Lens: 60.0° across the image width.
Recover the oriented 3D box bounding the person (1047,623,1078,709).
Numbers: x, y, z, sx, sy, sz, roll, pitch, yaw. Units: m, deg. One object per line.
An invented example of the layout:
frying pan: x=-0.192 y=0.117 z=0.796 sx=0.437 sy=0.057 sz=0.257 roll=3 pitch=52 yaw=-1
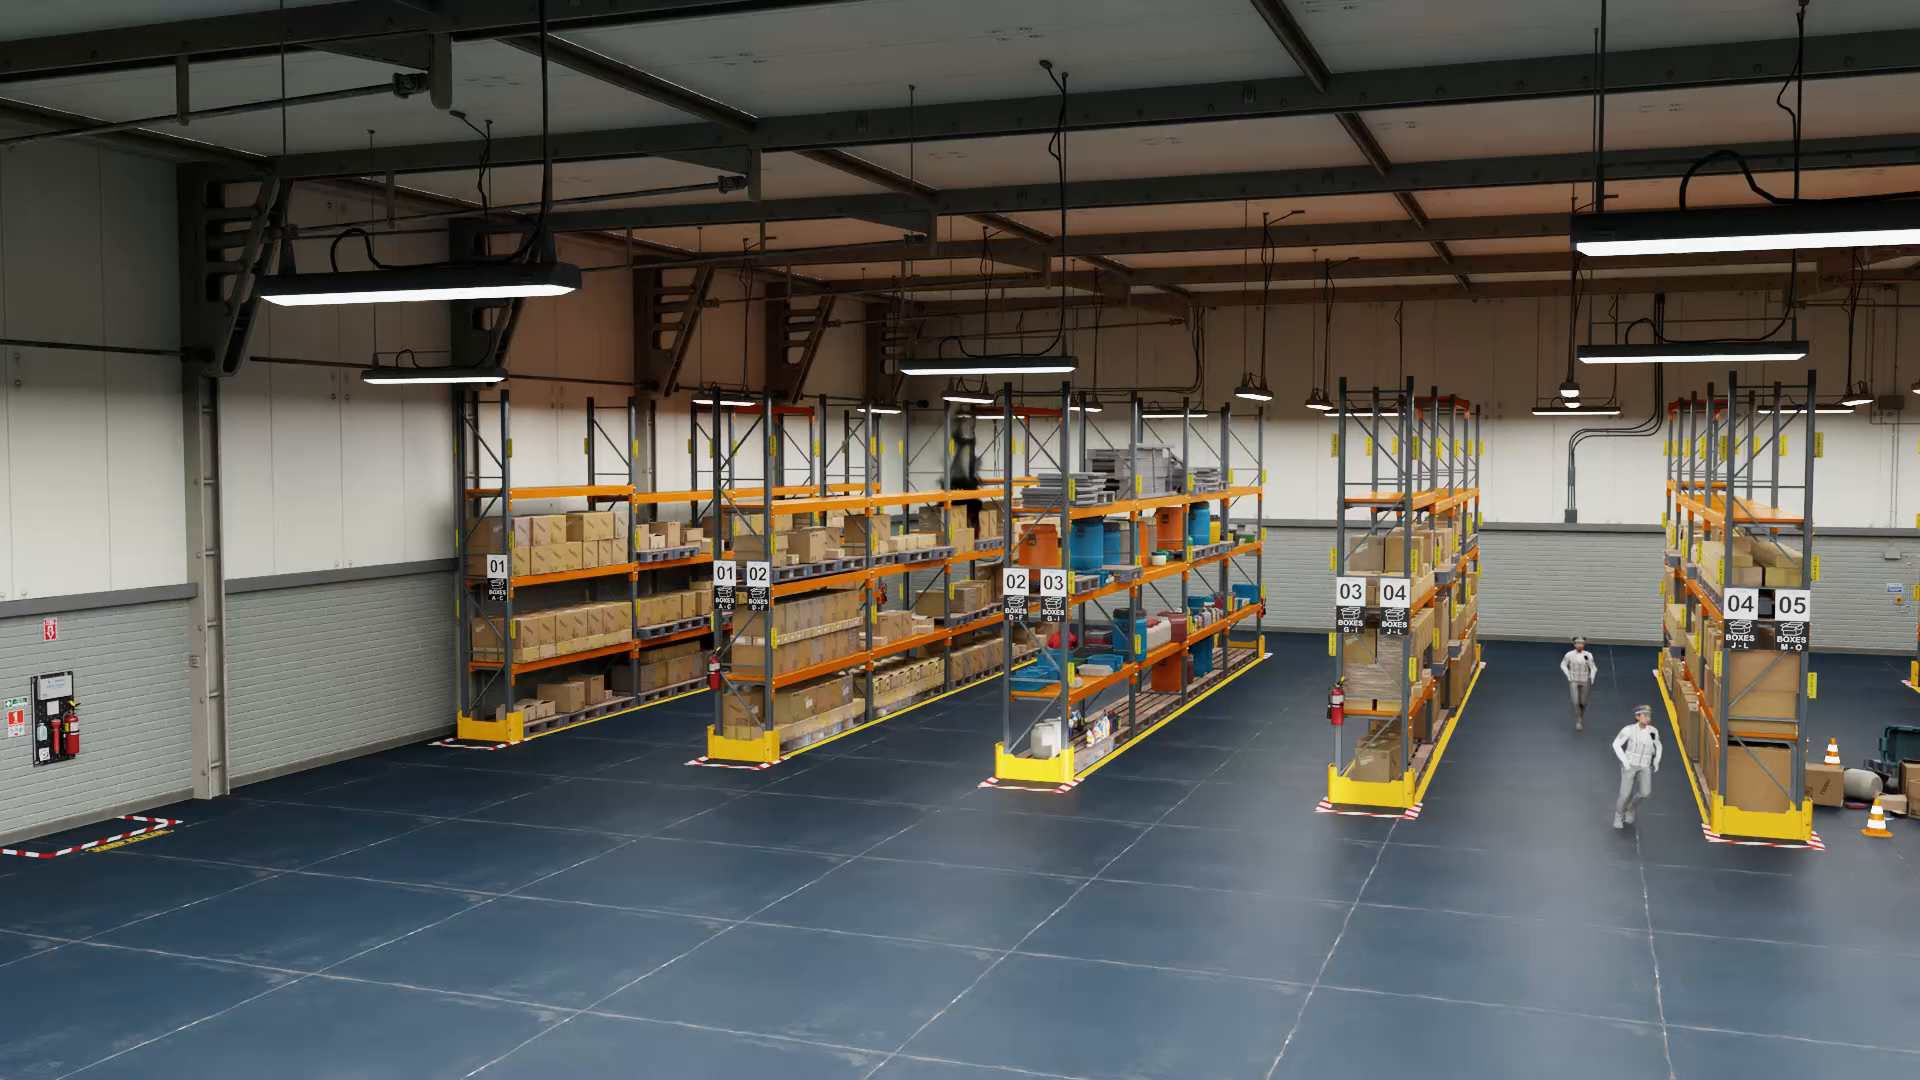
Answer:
person: x=1.987 y=2.393 z=32.081 sx=0.659 sy=1.684 sz=0.663 roll=1 pitch=3 yaw=18

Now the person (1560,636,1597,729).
person: x=11.122 y=2.539 z=29.904 sx=0.618 sy=1.668 sz=0.608 roll=1 pitch=3 yaw=17

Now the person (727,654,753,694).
person: x=-3.981 y=2.509 z=30.298 sx=0.581 sy=1.674 sz=0.680 roll=1 pitch=3 yaw=18

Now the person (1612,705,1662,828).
person: x=8.944 y=2.989 z=21.887 sx=0.674 sy=1.644 sz=0.522 roll=0 pitch=3 yaw=6
